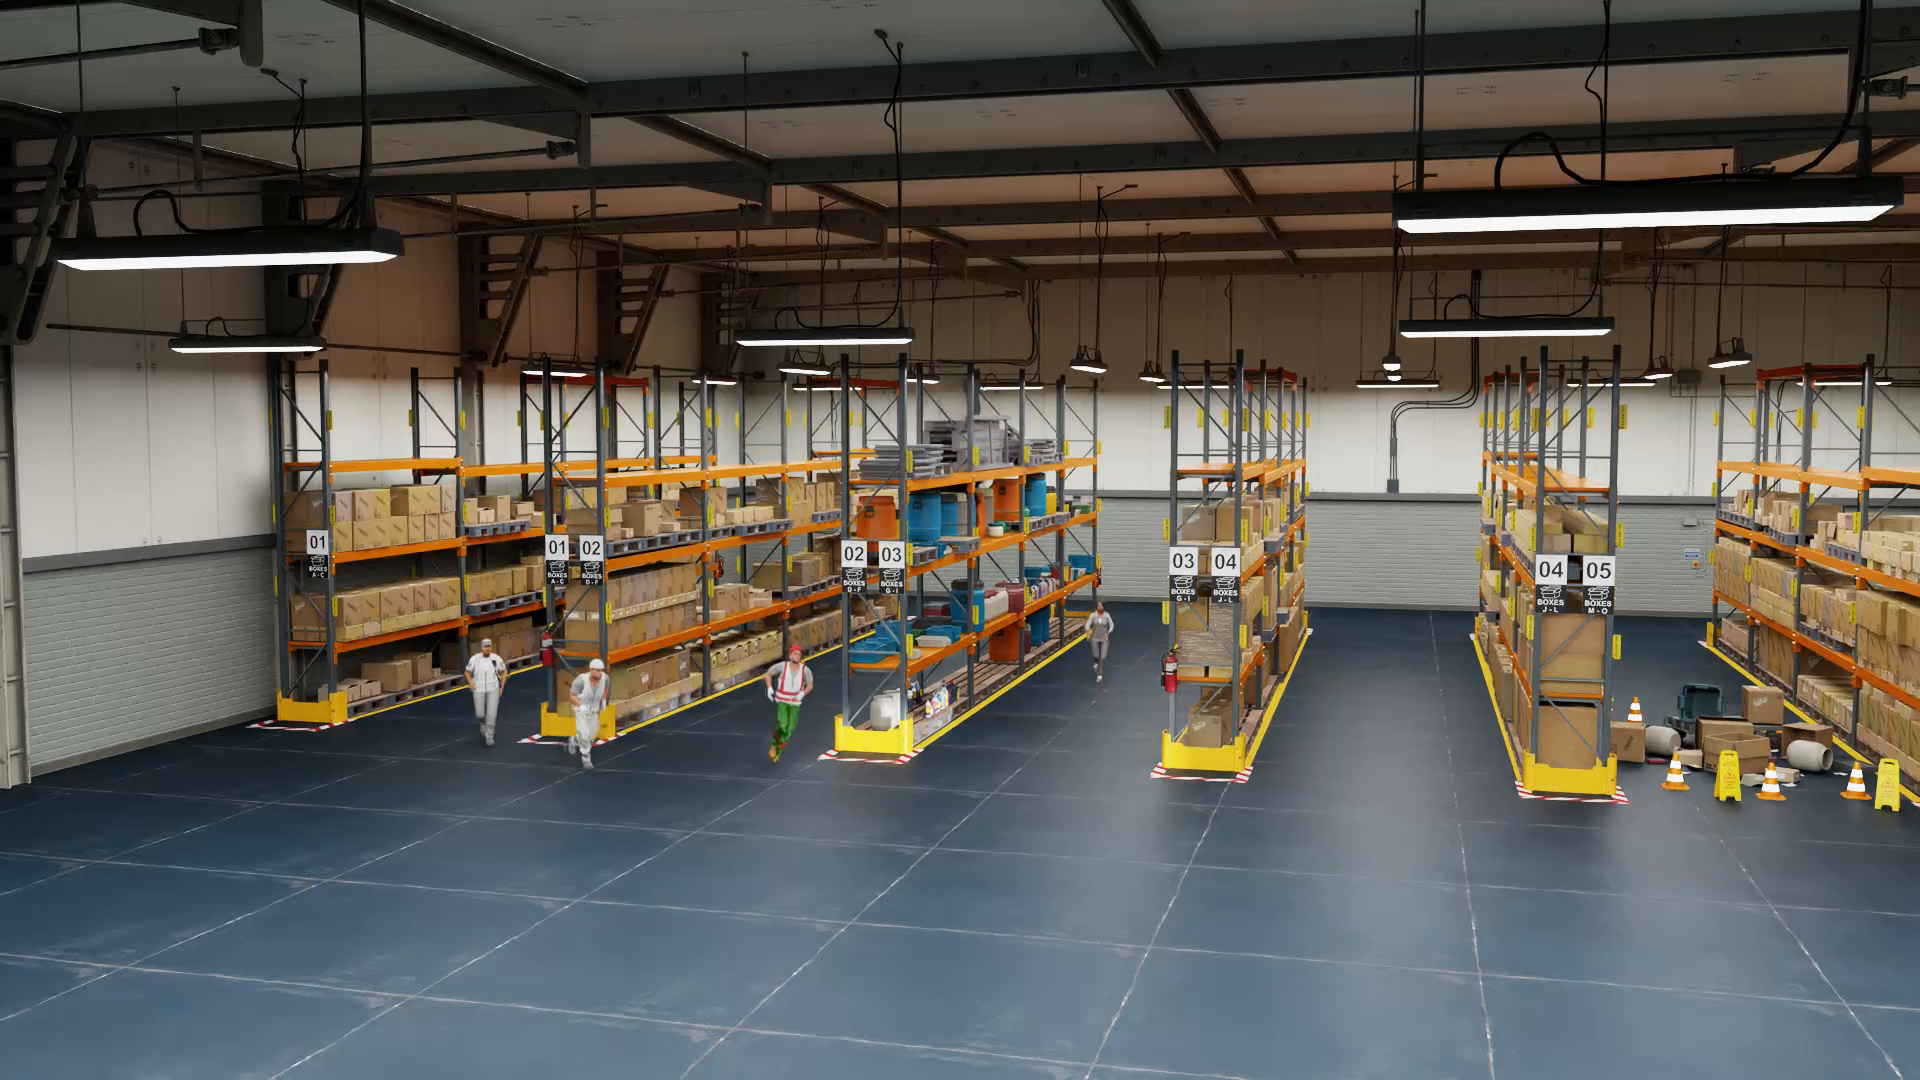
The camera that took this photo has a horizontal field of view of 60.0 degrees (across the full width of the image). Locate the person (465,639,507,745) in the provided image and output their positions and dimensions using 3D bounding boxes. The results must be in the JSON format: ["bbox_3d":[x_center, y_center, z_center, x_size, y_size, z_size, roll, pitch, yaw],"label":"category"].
[{"bbox_3d":[-7.361,2.347,25.848,0.638,1.640,0.532,-1,4,-14],"label":"person"}]

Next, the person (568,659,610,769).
[{"bbox_3d":[-5.370,2.483,24.009,0.668,1.621,0.960,-4,5,-41],"label":"person"}]

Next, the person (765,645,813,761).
[{"bbox_3d":[-2.465,2.386,24.281,0.669,1.722,0.581,-2,4,-20],"label":"person"}]

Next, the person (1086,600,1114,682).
[{"bbox_3d":[2.689,1.942,31.979,0.547,1.565,0.541,0,4,2],"label":"person"}]
